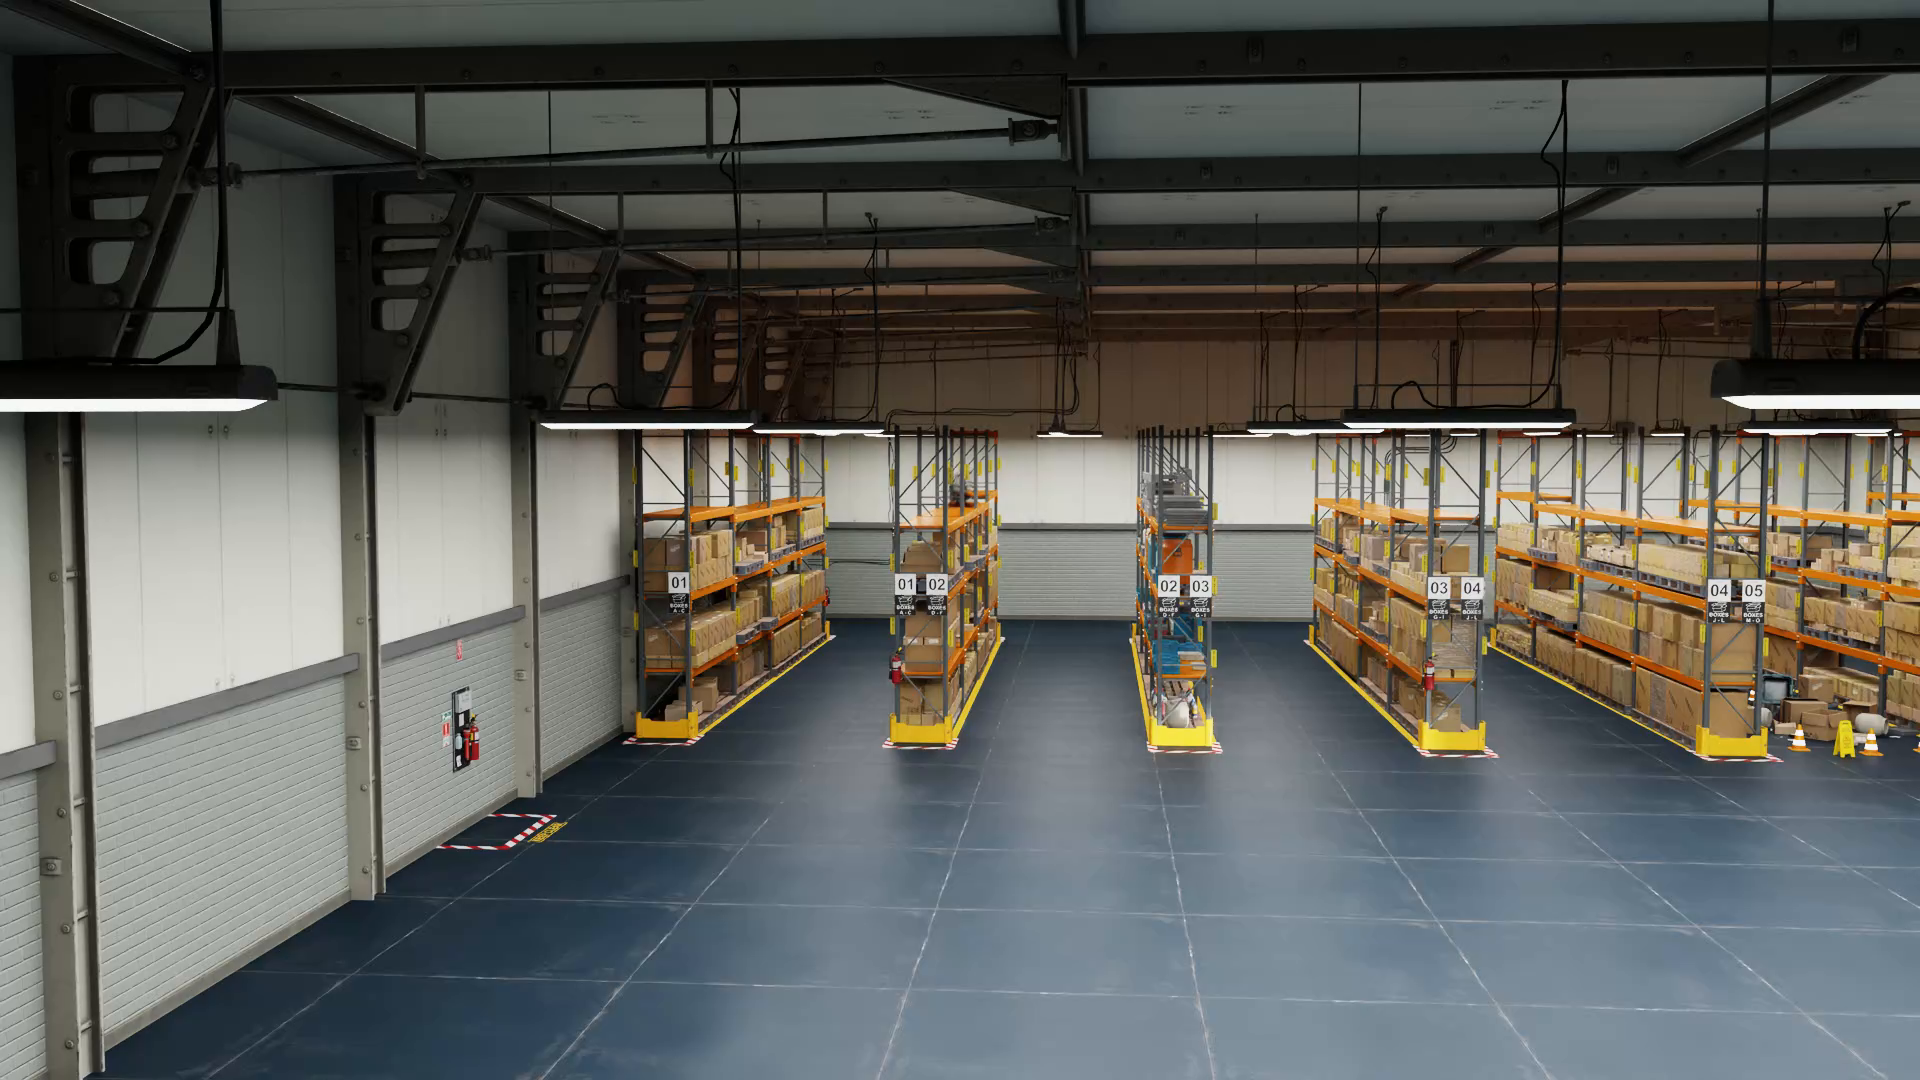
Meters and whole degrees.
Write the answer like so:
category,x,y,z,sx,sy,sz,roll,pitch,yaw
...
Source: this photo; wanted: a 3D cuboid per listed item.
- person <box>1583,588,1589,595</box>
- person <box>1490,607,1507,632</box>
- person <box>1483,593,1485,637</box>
category,x,y,z,sx,sy,sz,roll,pitch,yaw
person,17.064,2.173,45.359,0.577,1.730,0.728,-1,4,-13
person,15.412,2.093,47.405,0.577,1.554,0.600,0,3,-4
person,14.787,2.042,47.490,0.681,1.781,0.827,-1,3,-10
